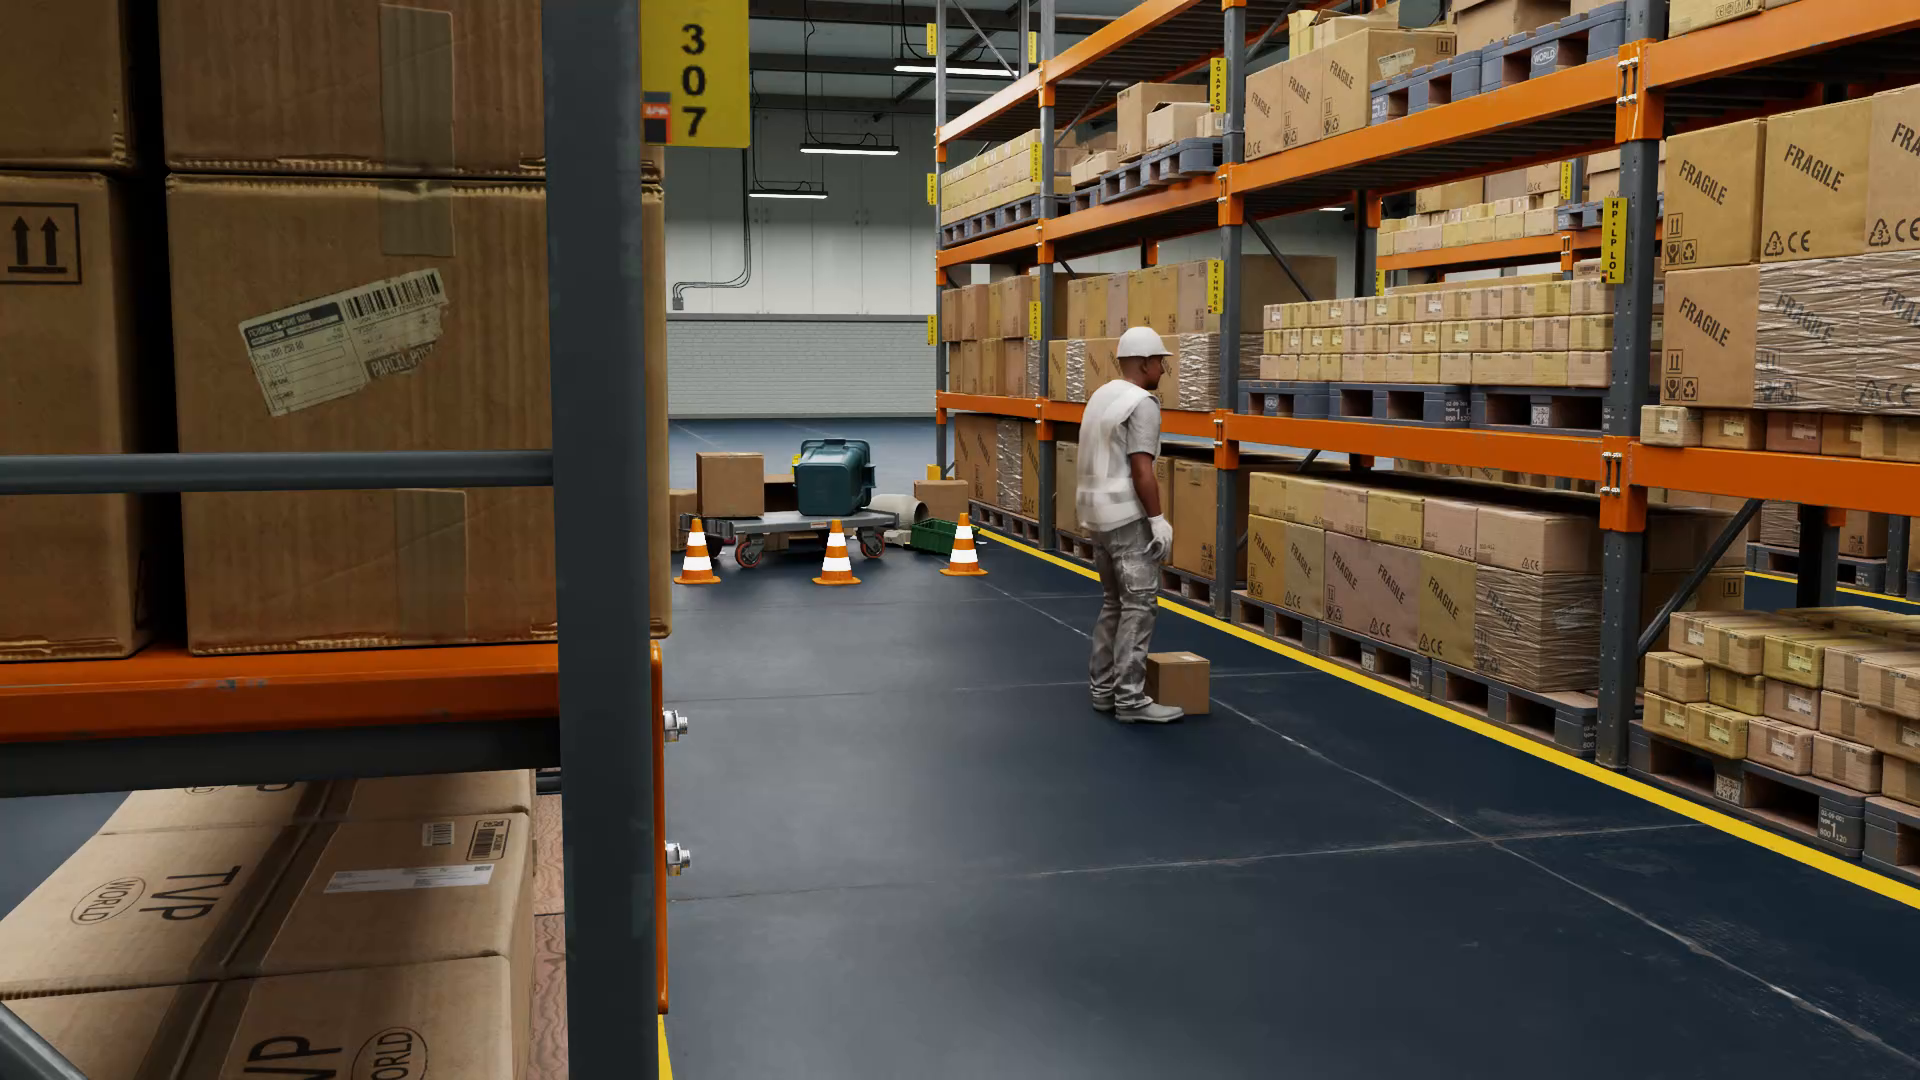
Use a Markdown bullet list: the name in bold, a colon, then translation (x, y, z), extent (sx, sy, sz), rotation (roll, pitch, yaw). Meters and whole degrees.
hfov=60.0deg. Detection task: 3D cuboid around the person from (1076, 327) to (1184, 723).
- **person**: translation (0.773, -0.082, 7.616), extent (0.443, 1.776, 0.631), rotation (-2, 6, -16)
